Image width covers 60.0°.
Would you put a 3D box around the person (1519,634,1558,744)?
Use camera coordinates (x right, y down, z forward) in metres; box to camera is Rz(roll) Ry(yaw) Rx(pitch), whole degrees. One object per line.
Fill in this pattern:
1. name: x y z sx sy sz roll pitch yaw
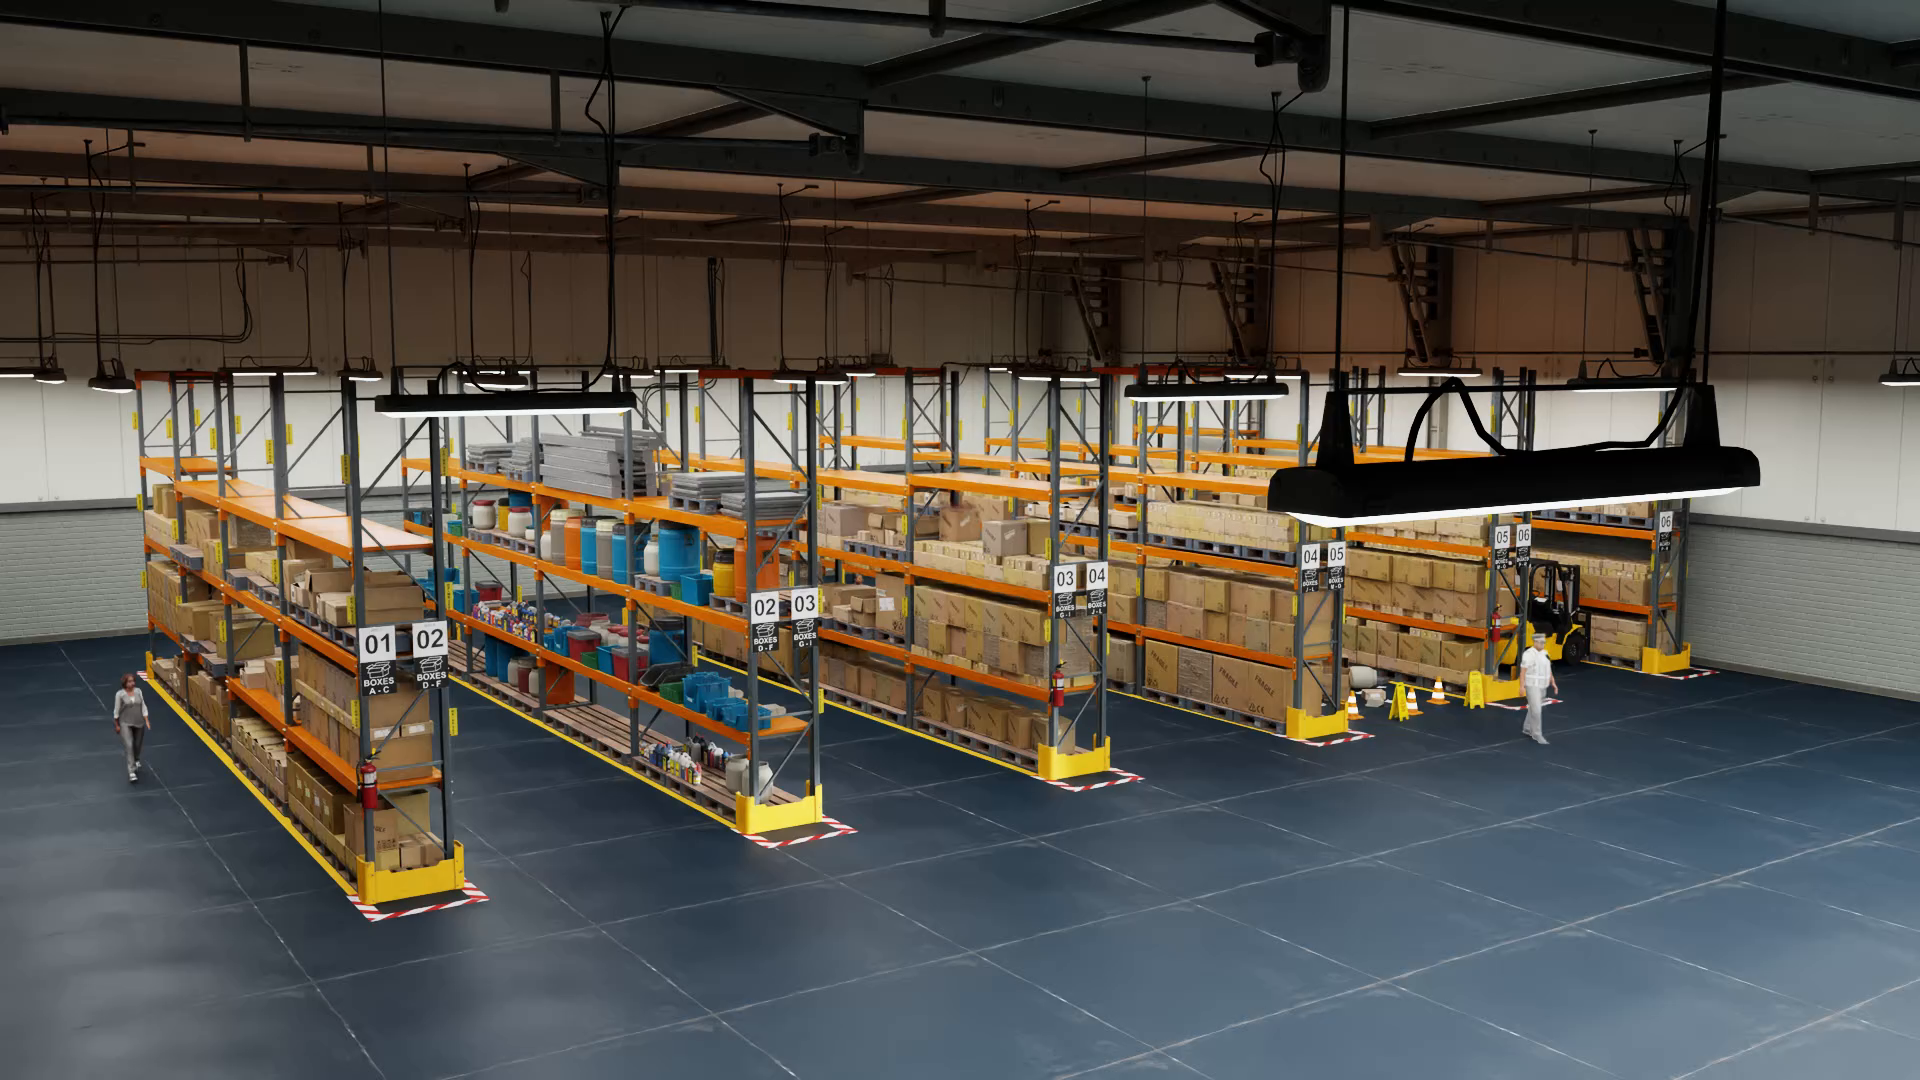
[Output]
1. person: 9.458 2.413 27.189 0.598 1.792 0.657 -4 8 -31

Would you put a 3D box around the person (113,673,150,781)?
1. person: -12.346 2.748 24.786 0.462 1.539 0.972 -4 8 -33

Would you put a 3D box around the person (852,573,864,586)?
1. person: -2.198 1.496 35.702 0.505 1.587 1.043 -4 8 -34
